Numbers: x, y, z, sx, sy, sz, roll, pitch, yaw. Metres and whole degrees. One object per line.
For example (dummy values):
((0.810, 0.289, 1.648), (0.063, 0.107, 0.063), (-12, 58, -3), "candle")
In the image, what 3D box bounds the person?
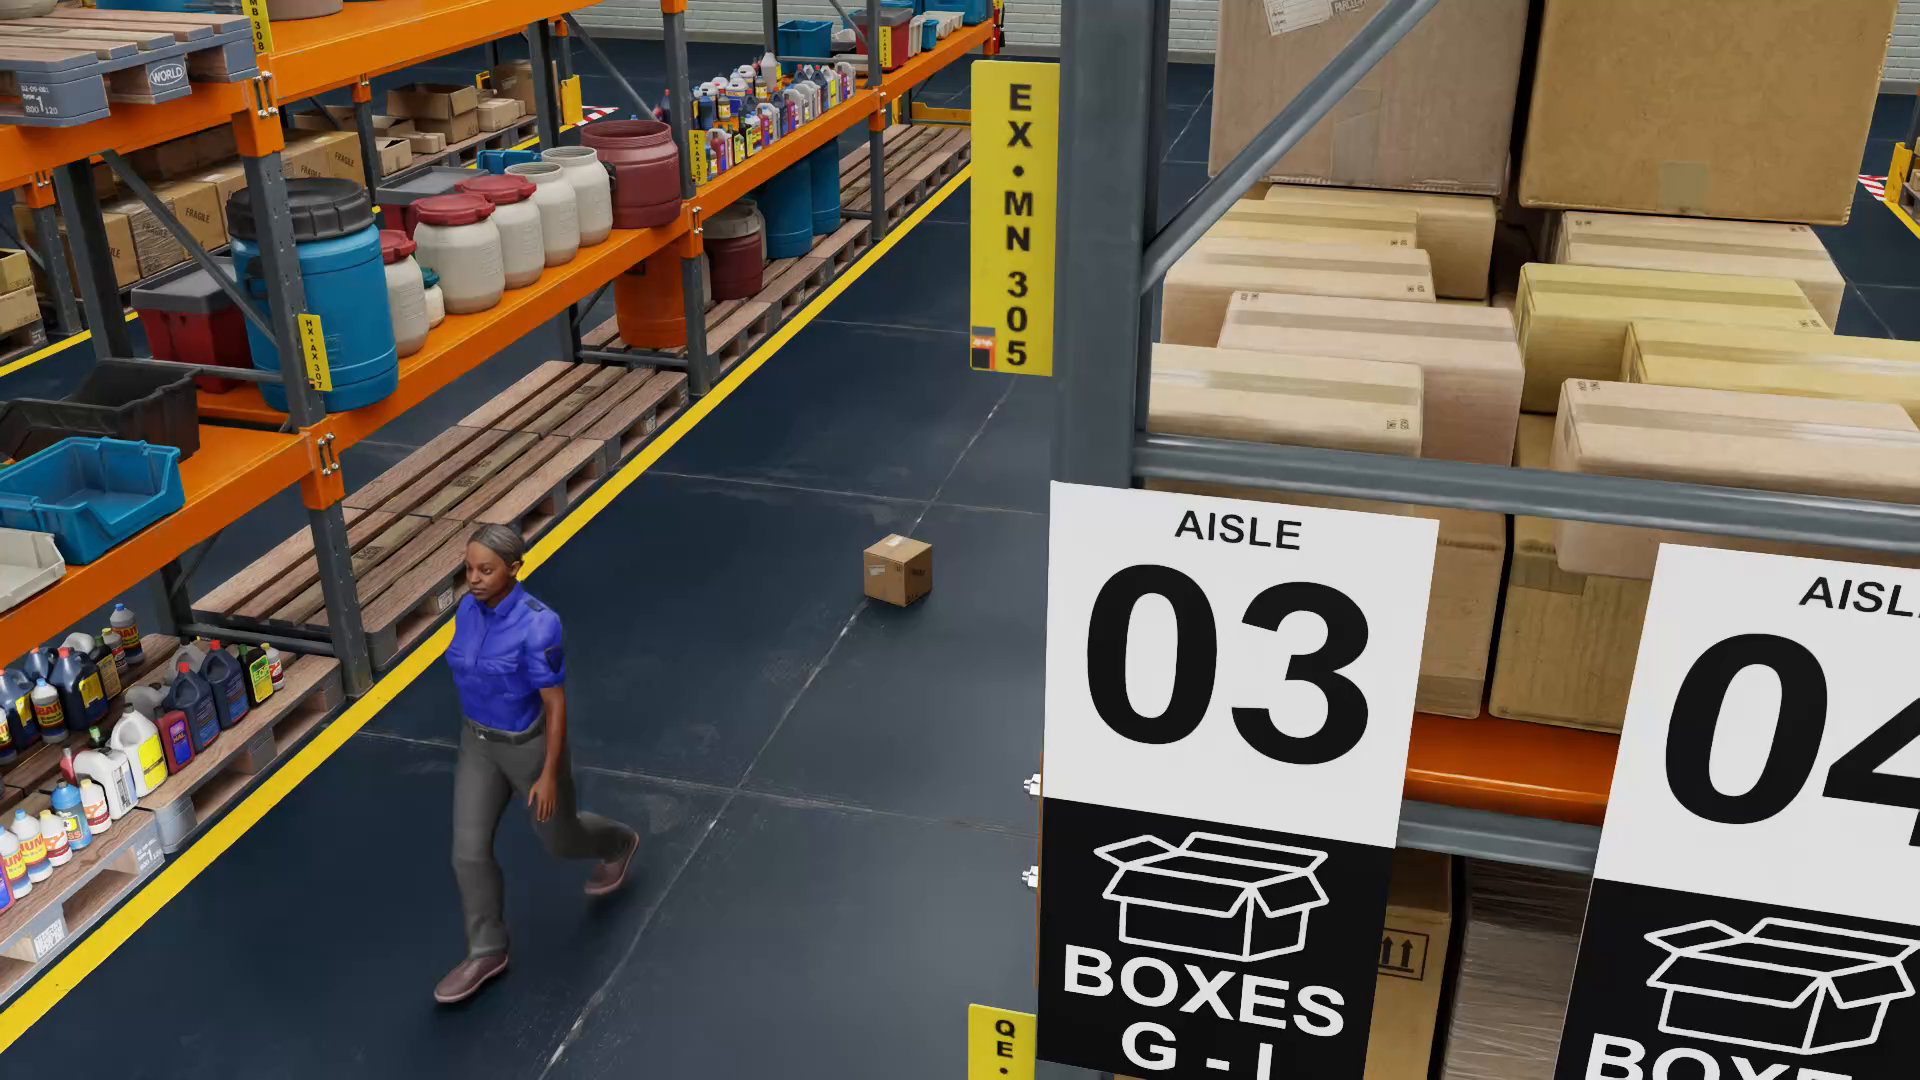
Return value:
((-1.484, 0.695, 5.640), (0.459, 1.609, 0.927), (12, 28, 23), "person")
